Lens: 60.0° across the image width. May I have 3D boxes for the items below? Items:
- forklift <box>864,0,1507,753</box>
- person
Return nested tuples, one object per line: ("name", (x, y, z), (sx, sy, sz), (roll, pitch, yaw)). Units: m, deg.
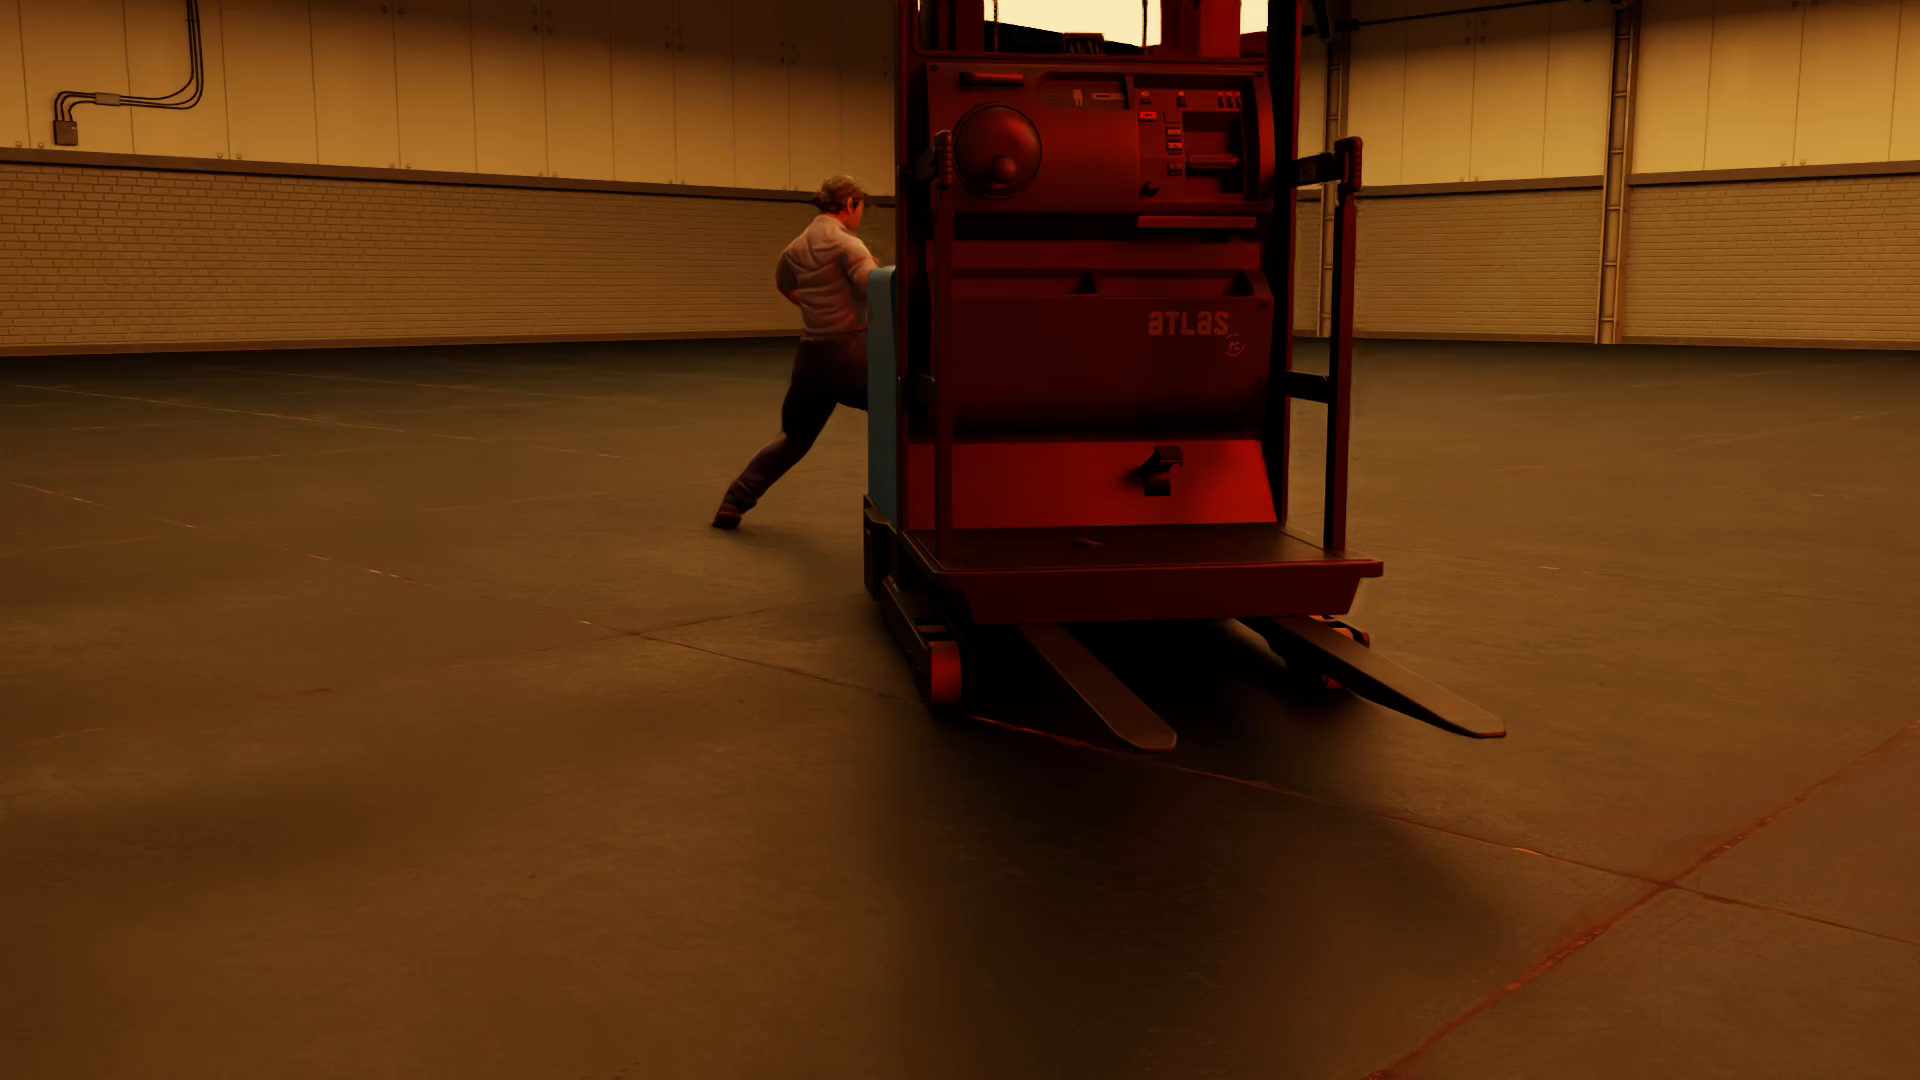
("forklift", (0.408, -1.101, 4.185), (1.130, 2.935, 3.031), (-1, 9, -9))
("person", (-0.461, -0.764, 6.990), (0.930, 1.506, 1.041), (-8, 11, -41))
